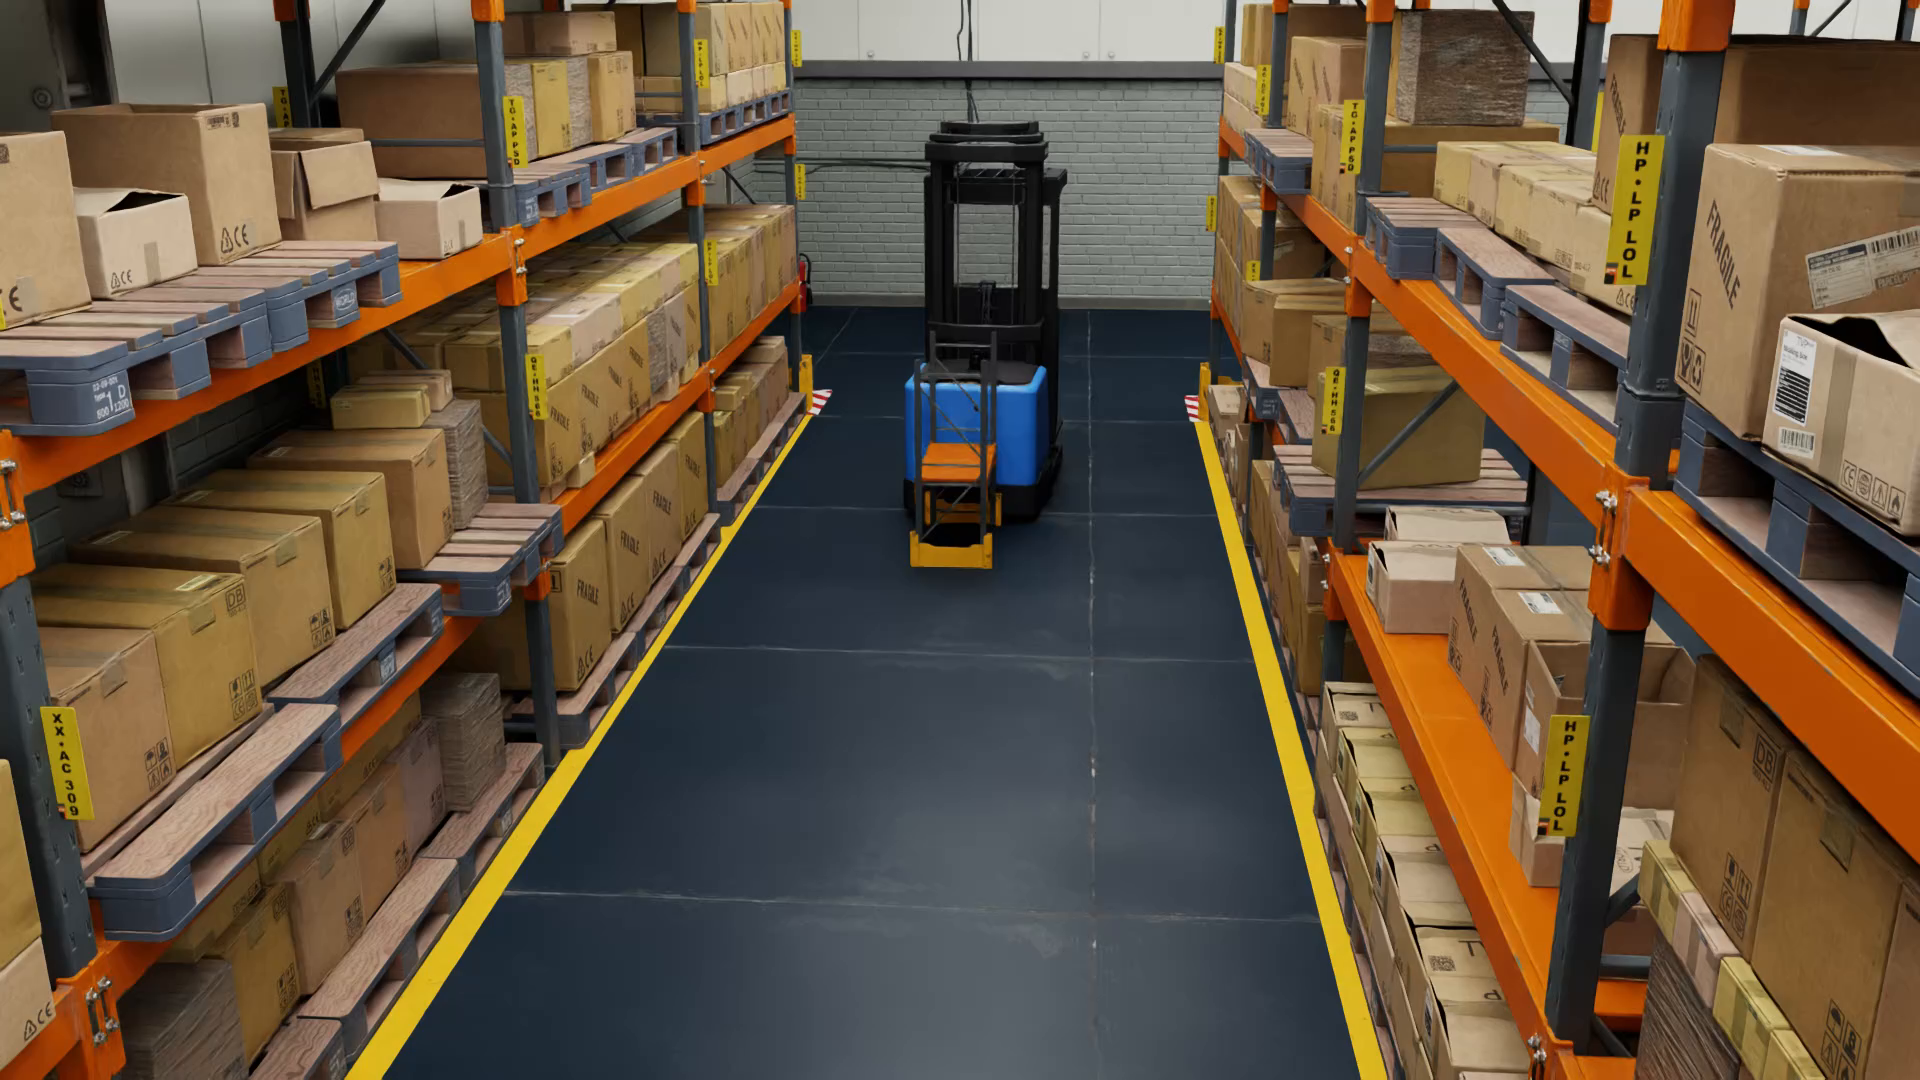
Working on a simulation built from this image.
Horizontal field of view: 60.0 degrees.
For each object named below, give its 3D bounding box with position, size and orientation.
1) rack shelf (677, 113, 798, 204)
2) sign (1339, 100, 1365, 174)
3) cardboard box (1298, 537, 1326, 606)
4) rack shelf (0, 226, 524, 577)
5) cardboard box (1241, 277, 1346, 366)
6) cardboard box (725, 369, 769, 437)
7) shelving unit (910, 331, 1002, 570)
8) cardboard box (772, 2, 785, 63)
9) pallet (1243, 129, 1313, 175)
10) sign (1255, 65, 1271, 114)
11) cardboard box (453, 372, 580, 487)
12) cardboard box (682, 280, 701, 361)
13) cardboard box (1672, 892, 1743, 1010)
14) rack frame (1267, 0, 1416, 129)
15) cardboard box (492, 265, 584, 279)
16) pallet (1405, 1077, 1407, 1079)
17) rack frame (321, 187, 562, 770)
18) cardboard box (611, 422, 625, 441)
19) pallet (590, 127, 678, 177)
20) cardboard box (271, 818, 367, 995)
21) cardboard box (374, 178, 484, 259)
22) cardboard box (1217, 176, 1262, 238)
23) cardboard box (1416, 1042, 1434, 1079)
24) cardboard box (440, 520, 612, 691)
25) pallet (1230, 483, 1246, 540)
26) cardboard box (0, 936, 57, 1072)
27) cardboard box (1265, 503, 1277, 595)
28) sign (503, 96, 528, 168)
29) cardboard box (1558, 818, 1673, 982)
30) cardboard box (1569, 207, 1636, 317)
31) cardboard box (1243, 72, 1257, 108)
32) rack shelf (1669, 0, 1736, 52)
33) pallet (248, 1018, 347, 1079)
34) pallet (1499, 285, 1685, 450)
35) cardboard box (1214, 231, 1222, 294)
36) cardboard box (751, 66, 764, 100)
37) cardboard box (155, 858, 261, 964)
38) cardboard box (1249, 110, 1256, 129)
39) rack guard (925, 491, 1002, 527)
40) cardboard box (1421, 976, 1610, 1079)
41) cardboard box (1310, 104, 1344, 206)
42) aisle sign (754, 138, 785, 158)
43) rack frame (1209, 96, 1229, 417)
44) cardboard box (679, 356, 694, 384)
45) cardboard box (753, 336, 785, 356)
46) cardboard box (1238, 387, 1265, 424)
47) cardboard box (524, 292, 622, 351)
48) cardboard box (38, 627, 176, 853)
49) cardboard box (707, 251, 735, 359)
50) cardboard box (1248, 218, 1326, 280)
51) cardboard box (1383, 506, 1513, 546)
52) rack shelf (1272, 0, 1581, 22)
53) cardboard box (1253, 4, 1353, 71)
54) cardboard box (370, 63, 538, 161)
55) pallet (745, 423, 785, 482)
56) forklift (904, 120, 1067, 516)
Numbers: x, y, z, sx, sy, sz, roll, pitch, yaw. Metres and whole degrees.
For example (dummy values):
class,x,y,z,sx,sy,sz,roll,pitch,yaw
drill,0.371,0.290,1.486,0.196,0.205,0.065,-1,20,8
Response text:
class,x,y,z,sx,sy,sz,roll,pitch,yaw
rack shelf,-2.193,-3.195,13.693,1.077,0.370,4.000,1,18,4
sign,1.777,-1.822,7.519,0.100,0.325,0.005,1,18,4
cardboard box,2.151,0.171,9.187,0.500,0.250,0.500,2,18,6
rack shelf,-2.767,-0.710,6.111,1.077,0.370,4.000,1,18,4
cardboard box,2.348,-1.485,11.304,0.700,0.500,0.500,-5,19,-15
cardboard box,-2.071,-1.213,14.647,0.700,0.500,0.500,1,18,2
shelving unit,-0.018,-0.678,12.084,0.587,1.500,1.083,2,18,5
cardboard box,-1.830,-4.456,14.590,0.500,0.500,0.500,1,18,4
pallet,2.488,-2.516,10.768,1.213,0.211,1.003,1,18,4
sign,2.063,-3.061,11.301,0.100,0.325,0.005,1,18,4
cardboard box,-2.333,-0.591,8.739,0.500,0.500,0.500,2,18,6
cardboard box,-2.118,-1.539,11.633,0.500,0.500,0.500,1,18,3
cardboard box,1.801,0.905,3.640,0.380,0.149,0.250,2,18,5
rack frame,2.605,-4.231,10.885,1.000,3.000,0.127,1,18,4
cardboard box,-2.691,-1.589,10.581,0.500,0.250,0.500,1,18,2
pallet,2.045,2.200,5.371,1.003,0.211,1.213,1,18,4
rack frame,-2.623,-0.248,8.361,1.000,3.000,0.127,1,18,4
cardboard box,-2.269,-0.711,10.148,0.380,0.149,0.250,1,18,4
pallet,-2.353,-2.539,10.843,0.805,0.209,1.217,1,18,2
cardboard box,-2.810,1.425,6.564,0.700,0.500,0.500,1,18,5
cardboard box,-2.405,-1.411,7.204,0.500,0.311,0.500,1,18,4
cardboard box,2.597,-3.014,15.036,0.500,0.500,0.500,2,18,6
cardboard box,1.810,1.919,5.491,0.500,0.250,0.500,1,18,3
cardboard box,-2.440,0.349,9.319,0.750,0.750,0.750,1,18,3
pallet,2.655,-0.269,12.904,1.003,0.211,1.213,1,18,4
cardboard box,-2.642,1.210,4.121,0.500,0.250,0.500,1,18,4
cardboard box,2.257,0.064,10.718,0.500,0.500,0.500,2,18,5
sign,-2.082,-1.906,7.775,0.100,0.325,0.005,1,18,4
cardboard box,2.023,1.022,4.729,0.500,0.250,0.500,2,18,7
cardboard box,2.122,-0.811,4.831,0.500,0.250,0.500,0,18,-1
cardboard box,2.446,-3.440,12.724,0.500,0.250,0.500,1,18,4
rack shelf,1.888,-0.594,1.580,1.077,0.370,4.000,1,18,4
pallet,-2.856,2.078,5.742,1.003,0.211,1.213,1,18,4
pallet,2.082,-0.505,4.636,0.805,0.209,1.217,1,18,2
cardboard box,2.597,-2.538,15.192,0.500,0.500,0.500,2,18,5
cardboard box,-1.906,-3.777,13.720,0.500,0.250,0.500,1,18,2
cardboard box,-2.846,1.251,5.890,0.500,0.250,0.500,1,18,3
cardboard box,2.421,-3.047,12.327,0.500,0.250,0.500,1,18,4
rack guard,0.025,-0.239,12.750,0.587,0.250,0.087,2,18,5
cardboard box,1.805,1.651,5.408,0.500,0.311,0.500,2,18,5
cardboard box,2.390,-2.067,8.937,0.910,0.500,0.500,1,18,4
aisle sign,-1.745,-3.983,15.587,0.394,0.787,0.004,1,18,4
rack frame,2.892,-2.623,15.610,1.000,3.000,0.127,1,18,4
cardboard box,-2.073,-1.190,11.608,0.380,0.149,0.250,2,18,5
cardboard box,-1.828,-1.789,15.362,0.380,0.149,0.250,1,18,3
cardboard box,2.734,-0.987,13.920,0.797,0.503,0.637,1,18,4
cardboard box,-2.264,-1.260,9.576,0.500,0.250,0.500,1,18,4
cardboard box,-2.839,0.581,4.966,0.700,0.500,0.500,1,18,4
cardboard box,-2.281,-1.801,12.619,0.980,0.700,0.700,2,18,5
cardboard box,2.383,-2.066,12.144,0.500,0.500,0.500,1,18,4
cardboard box,2.248,0.016,7.699,0.500,0.311,0.500,2,18,7
rack shelf,2.461,-3.078,9.163,1.077,0.370,4.000,1,18,4
cardboard box,2.693,-3.947,13.067,0.700,0.500,0.500,1,18,4
cardboard box,-2.660,-2.247,8.779,0.700,0.500,0.500,0,18,1
pallet,-2.119,-0.779,14.462,1.003,0.211,1.213,1,18,4
forklift,0.292,-1.997,13.811,1.130,2.935,3.031,3,18,8
